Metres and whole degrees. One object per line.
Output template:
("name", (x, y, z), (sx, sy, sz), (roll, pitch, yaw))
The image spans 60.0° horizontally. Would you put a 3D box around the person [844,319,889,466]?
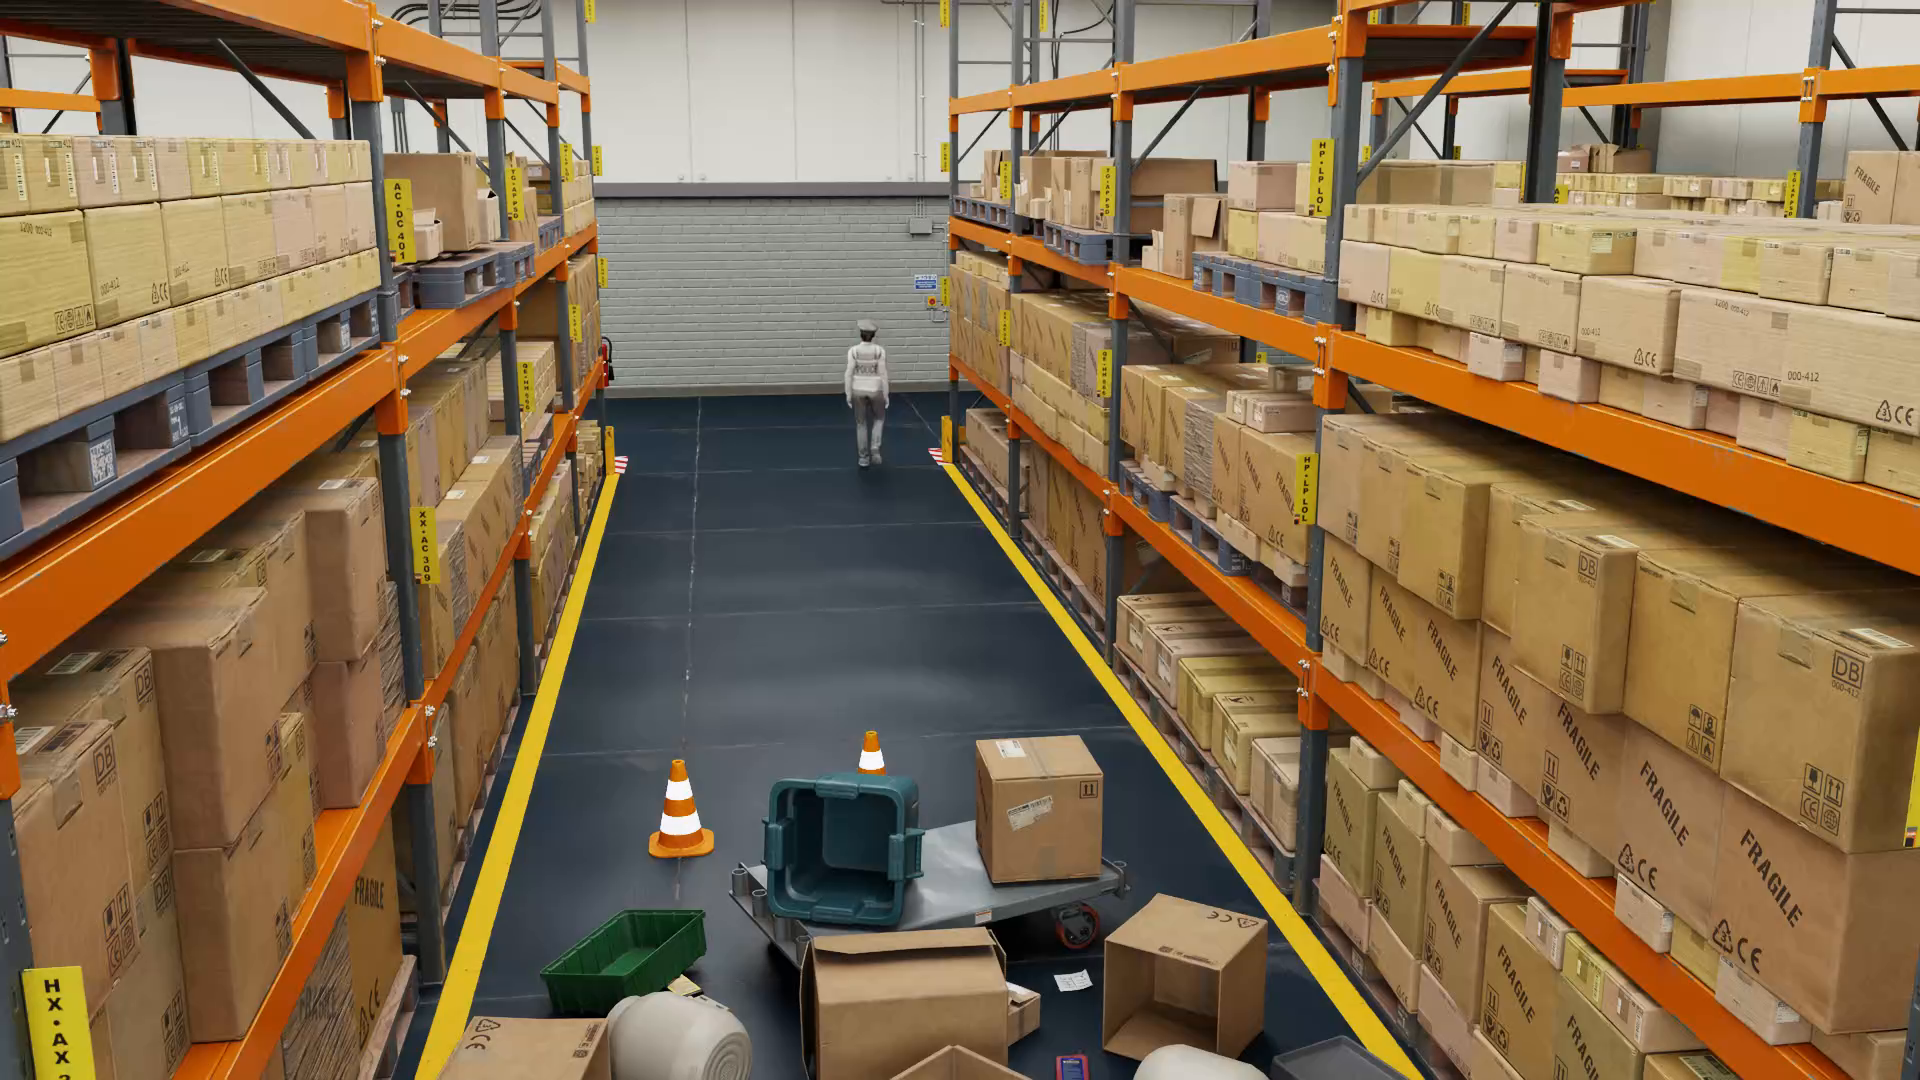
("person", (-1.060, -1.677, 18.927), (0.502, 1.680, 0.447), (-1, 13, -4))
